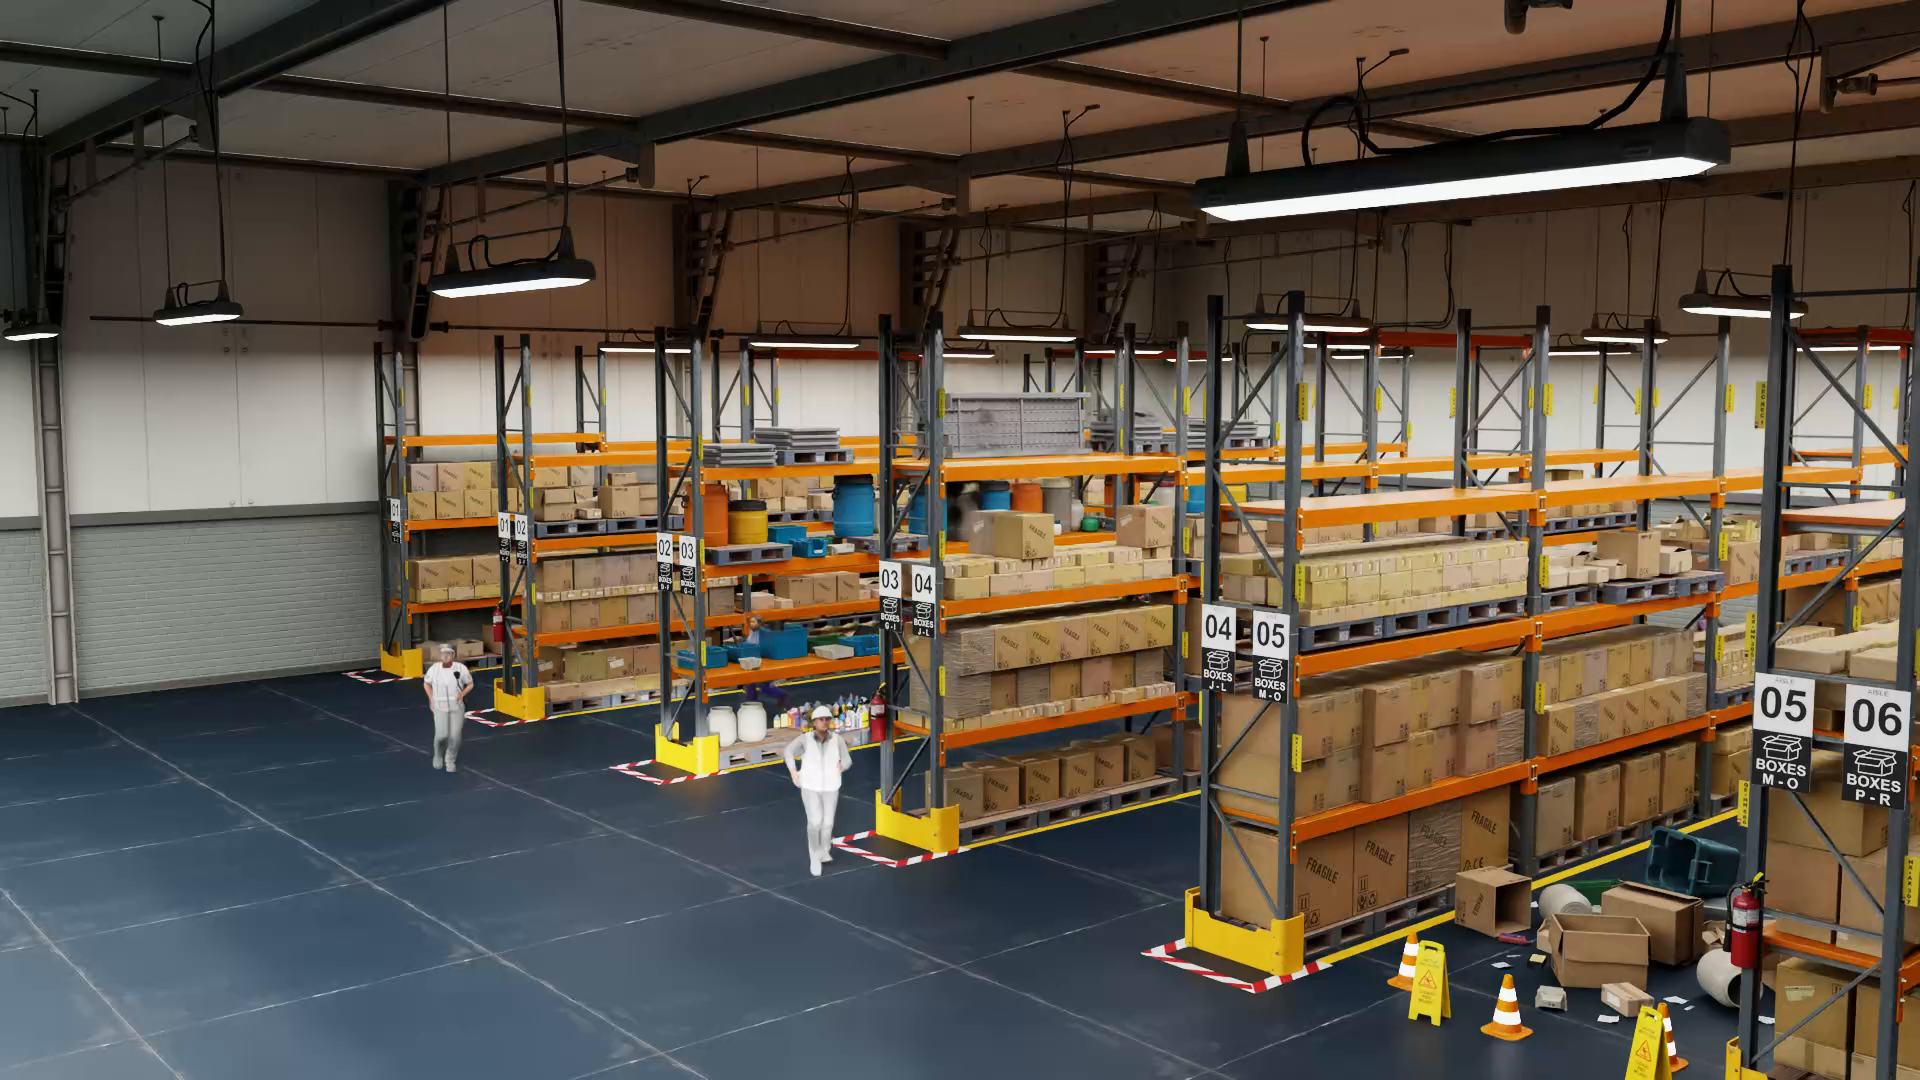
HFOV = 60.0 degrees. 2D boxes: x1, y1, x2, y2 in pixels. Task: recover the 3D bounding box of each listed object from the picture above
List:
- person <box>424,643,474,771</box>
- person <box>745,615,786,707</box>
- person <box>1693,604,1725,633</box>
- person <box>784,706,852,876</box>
[{"bbox_3d":[-6.870,2.254,22.377,0.643,1.751,0.602,-2,5,-17],"label":"person"},{"bbox_3d":[-3.122,1.986,26.177,0.630,1.644,0.879,4,7,40],"label":"person"},{"bbox_3d":[12.642,1.837,28.001,0.607,1.531,0.622,3,6,27],"label":"person"},{"bbox_3d":[-1.495,2.670,17.801,0.688,1.803,0.803,-2,5,-17],"label":"person"}]
